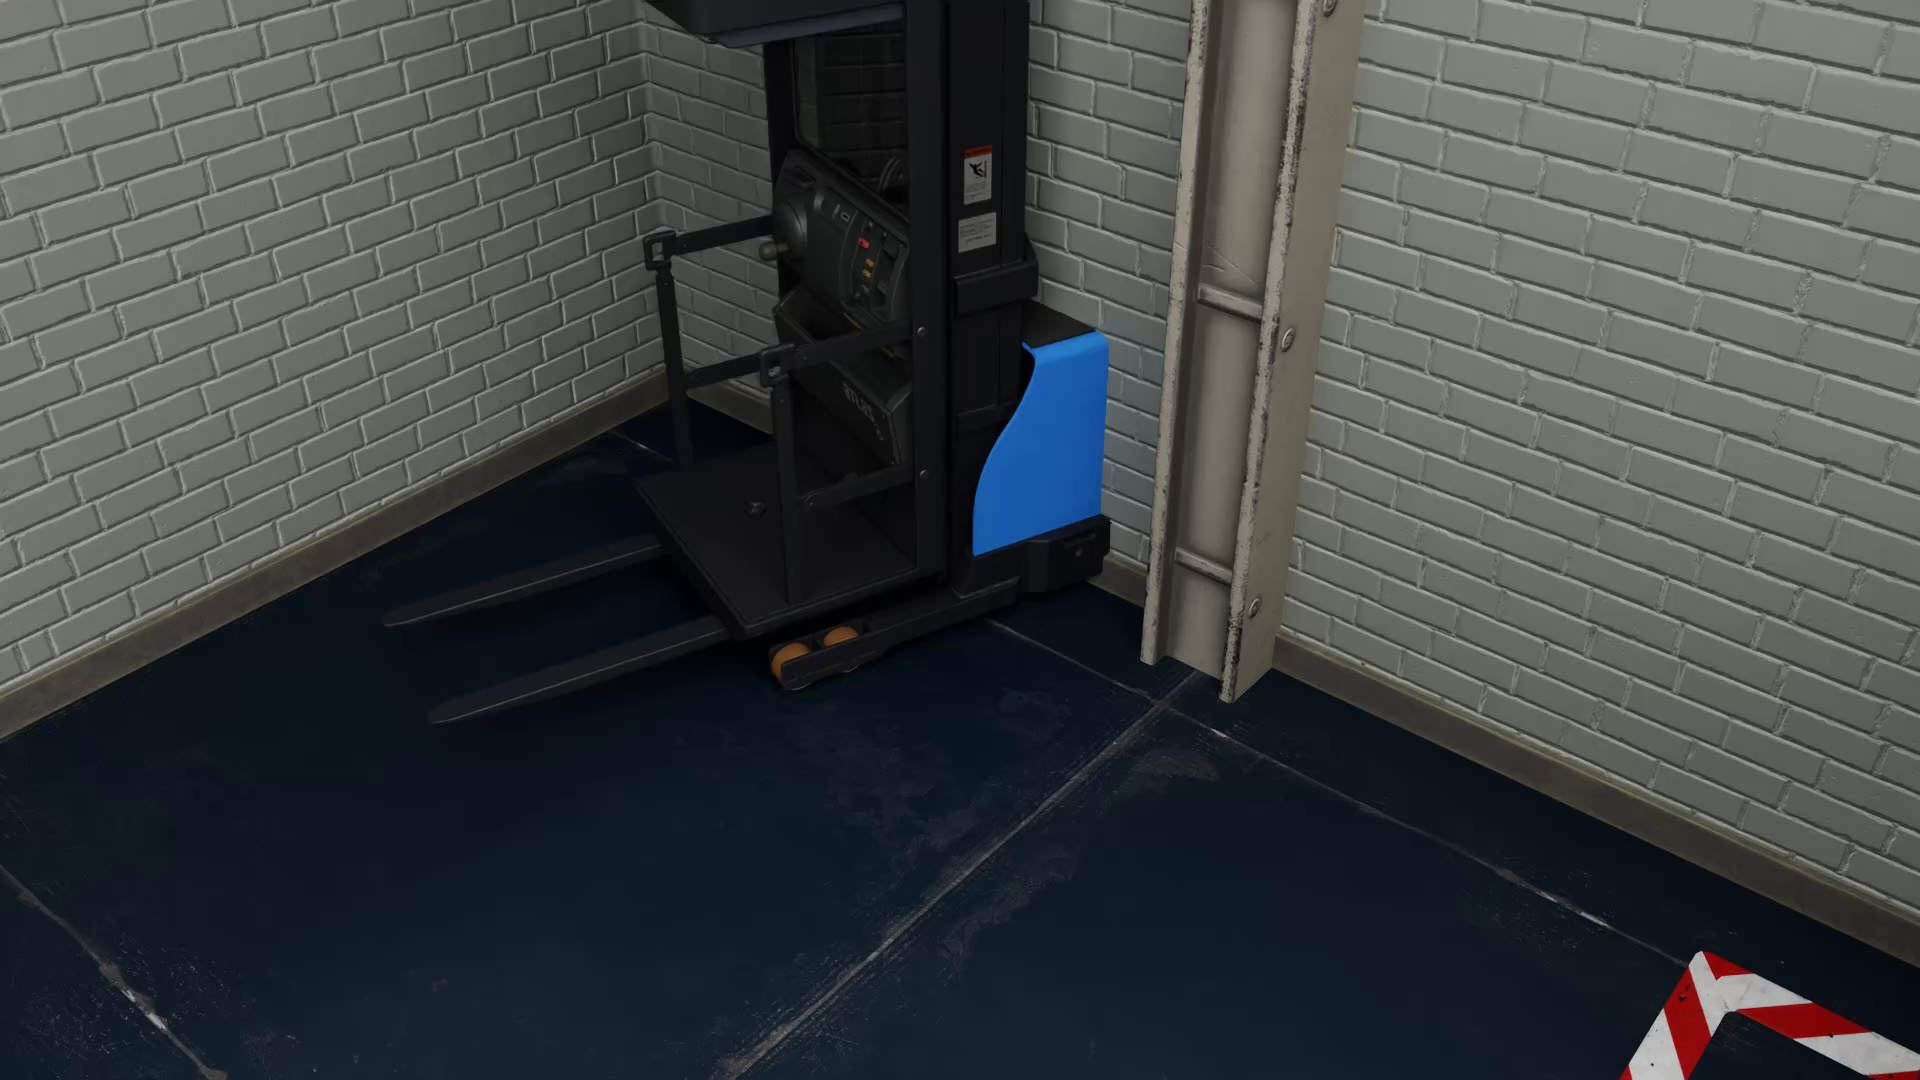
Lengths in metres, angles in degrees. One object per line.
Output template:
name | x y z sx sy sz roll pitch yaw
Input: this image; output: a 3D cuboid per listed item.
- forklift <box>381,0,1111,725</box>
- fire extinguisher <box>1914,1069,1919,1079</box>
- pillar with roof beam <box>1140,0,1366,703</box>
forklift | -0.596 -1.013 5.635 3.031 2.935 1.130 -18 38 -24
fire extinguisher | 1.995 0.909 3.174 0.183 0.674 0.296 25 42 32
pillar with roof beam | -1.846 -1.393 0.829 0.400 9.000 9.100 25 42 32
